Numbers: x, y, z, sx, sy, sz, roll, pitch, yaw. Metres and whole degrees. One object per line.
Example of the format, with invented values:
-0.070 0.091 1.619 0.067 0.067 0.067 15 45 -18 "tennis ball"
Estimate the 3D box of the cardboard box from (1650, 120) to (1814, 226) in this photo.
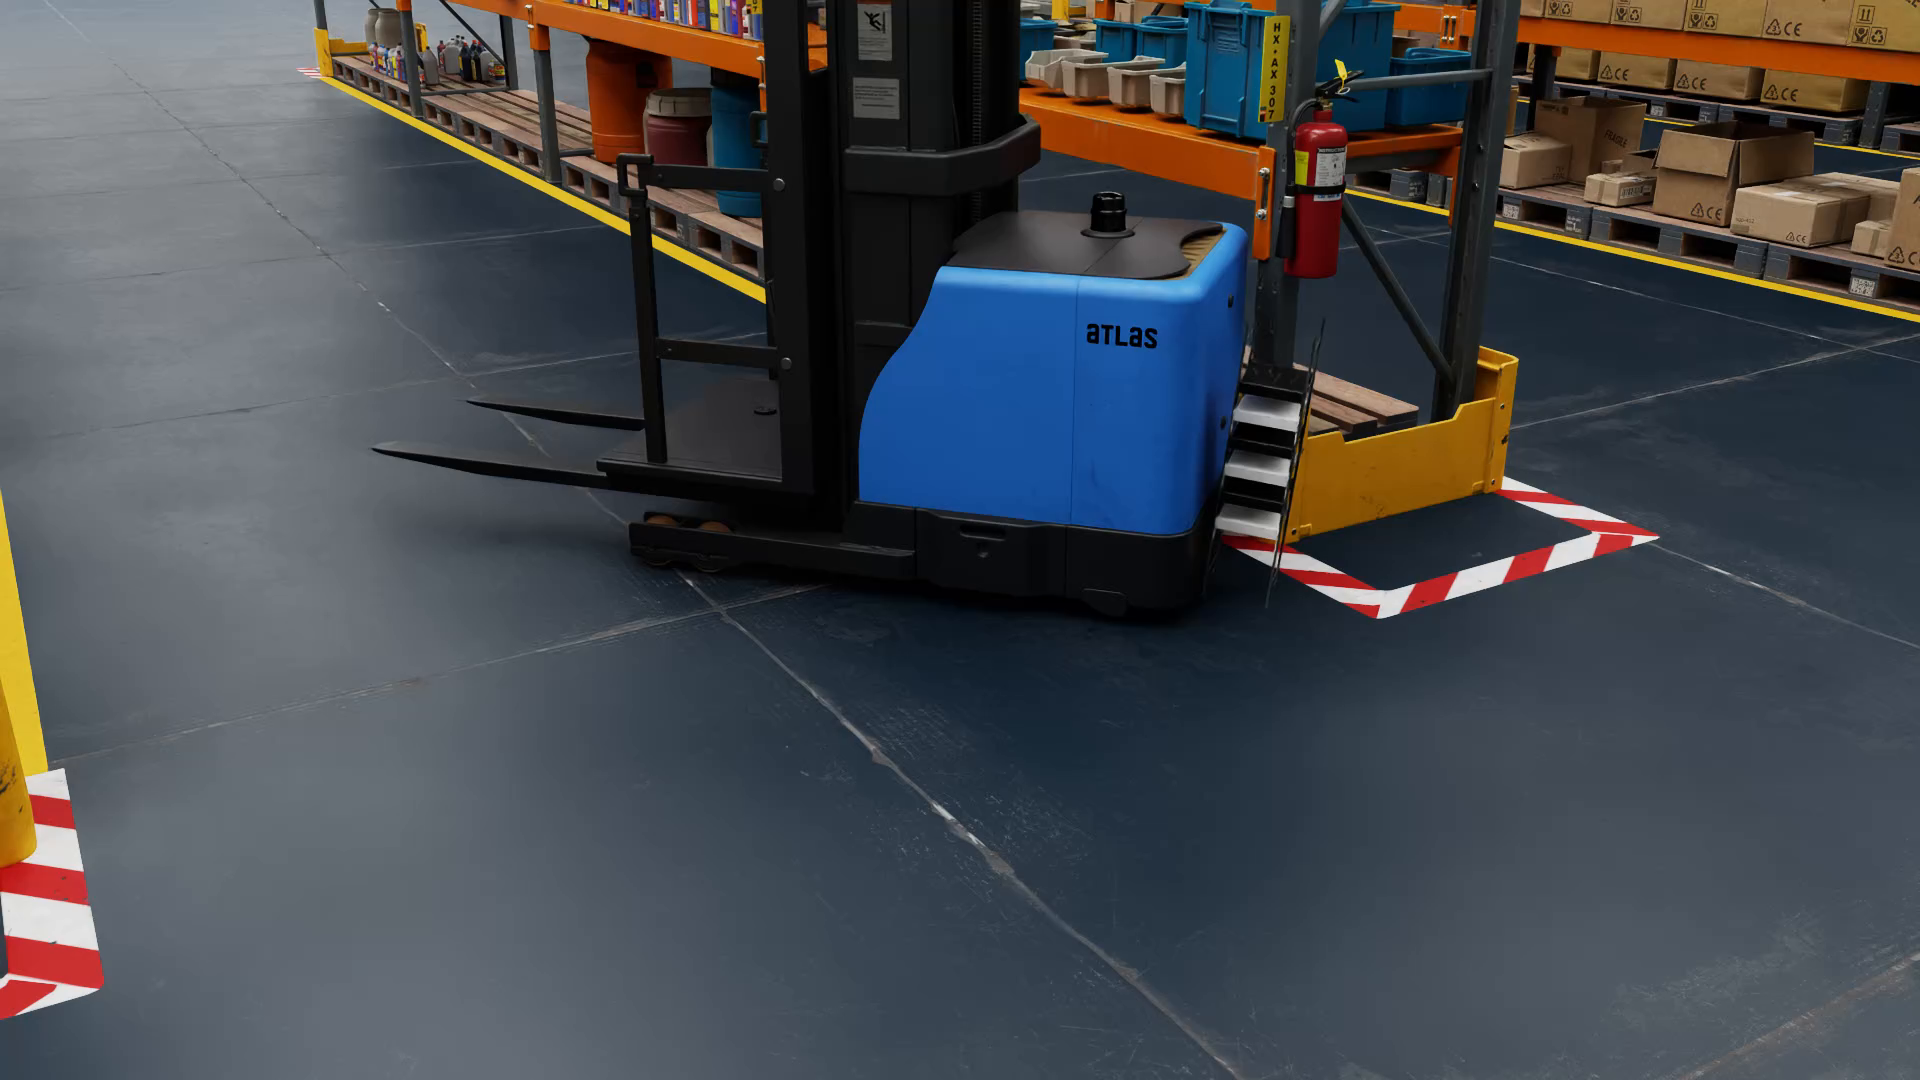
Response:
4.648 -2.223 10.027 0.797 0.503 0.637 -13 25 -28 "cardboard box"

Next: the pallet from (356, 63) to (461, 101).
-5.597 -4.750 17.216 1.003 0.211 1.213 -13 25 -28 "pallet"

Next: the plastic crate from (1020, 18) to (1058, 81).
0.198 -2.102 7.141 0.416 0.233 0.300 -13 25 -28 "plastic crate"

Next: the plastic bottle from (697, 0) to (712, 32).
-1.422 -3.102 9.526 0.144 0.351 0.185 -13 25 -28 "plastic bottle"

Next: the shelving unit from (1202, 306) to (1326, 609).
0.950 -0.255 5.222 0.210 0.900 0.258 12 25 14 "shelving unit"

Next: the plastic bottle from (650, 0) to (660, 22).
-1.844 -3.308 10.123 0.061 0.283 0.133 -13 25 -28 "plastic bottle"

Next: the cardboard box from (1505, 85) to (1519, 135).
3.646 -3.032 12.022 0.500 0.500 0.500 -14 26 -31 "cardboard box"

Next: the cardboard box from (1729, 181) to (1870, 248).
4.778 -1.859 9.470 0.500 0.250 0.500 -13 25 -28 "cardboard box"

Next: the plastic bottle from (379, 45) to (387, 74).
-5.822 -4.865 16.836 0.097 0.271 0.097 0 22 0 "plastic bottle"

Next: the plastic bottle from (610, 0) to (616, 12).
-2.218 -3.553 10.741 0.097 0.271 0.097 0 22 0 "plastic bottle"

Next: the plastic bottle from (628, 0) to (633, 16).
-2.051 -3.447 10.480 0.097 0.271 0.097 0 22 0 "plastic bottle"

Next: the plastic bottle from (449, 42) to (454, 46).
-5.215 -5.015 17.200 0.152 0.276 0.135 -13 26 -30 "plastic bottle"

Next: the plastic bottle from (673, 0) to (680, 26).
-1.651 -3.162 9.870 0.097 0.201 0.097 0 22 0 "plastic bottle"

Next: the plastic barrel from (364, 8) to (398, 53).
-6.304 -5.559 18.251 0.421 0.512 0.421 0 22 0 "plastic barrel"

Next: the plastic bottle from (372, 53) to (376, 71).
-5.995 -4.942 17.120 0.097 0.201 0.097 0 22 0 "plastic bottle"

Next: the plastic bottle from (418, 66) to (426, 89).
-5.116 -4.385 15.749 0.097 0.201 0.097 0 22 0 "plastic bottle"

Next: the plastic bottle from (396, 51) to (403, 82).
-5.457 -4.626 16.232 0.061 0.283 0.133 -11 24 -25 "plastic bottle"

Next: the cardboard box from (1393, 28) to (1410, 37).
5.044 -5.645 18.451 0.700 0.500 0.500 -13 25 -29 "cardboard box"

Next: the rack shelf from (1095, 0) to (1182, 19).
0.619 -5.391 16.047 1.077 0.370 4.000 -13 25 -28 "rack shelf"

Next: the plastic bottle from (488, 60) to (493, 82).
-4.553 -4.581 16.231 0.097 0.201 0.097 0 22 0 "plastic bottle"

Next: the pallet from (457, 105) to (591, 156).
-3.601 -3.487 14.109 1.003 0.211 1.213 -13 25 -28 "pallet"

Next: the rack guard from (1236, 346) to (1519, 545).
1.490 -0.373 6.065 1.175 0.500 0.348 -13 25 -28 "rack guard"

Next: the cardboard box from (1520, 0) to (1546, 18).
3.710 -3.611 10.580 0.500 0.500 0.500 -12 25 -27 "cardboard box"

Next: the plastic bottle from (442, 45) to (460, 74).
-5.146 -4.866 16.832 0.152 0.276 0.135 -13 25 -28 "plastic bottle"

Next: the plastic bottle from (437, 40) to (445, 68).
-5.377 -5.043 17.258 0.061 0.283 0.133 -13 25 -28 "plastic bottle"

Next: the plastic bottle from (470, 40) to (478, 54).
-4.815 -4.799 16.569 0.144 0.351 0.185 -14 26 -30 "plastic bottle"

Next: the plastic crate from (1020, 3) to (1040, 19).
0.045 -2.274 7.500 0.437 0.282 0.530 -13 25 -28 "plastic crate"

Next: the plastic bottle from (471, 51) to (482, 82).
-4.729 -4.632 16.247 0.061 0.283 0.133 -13 25 -28 "plastic bottle"

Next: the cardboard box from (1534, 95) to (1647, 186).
4.219 -2.698 11.202 0.500 0.500 0.500 -13 25 -28 "cardboard box"

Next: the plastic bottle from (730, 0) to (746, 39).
-1.213 -2.908 9.138 0.061 0.283 0.133 -13 25 -28 "plastic bottle"

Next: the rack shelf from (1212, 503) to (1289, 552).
0.931 -0.061 5.308 0.200 0.077 0.258 12 25 14 "rack shelf"

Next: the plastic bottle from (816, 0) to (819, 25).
-0.807 -3.186 9.931 0.097 0.201 0.097 0 22 0 "plastic bottle"

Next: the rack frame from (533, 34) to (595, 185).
-2.620 -4.126 11.978 1.000 3.000 0.127 -13 25 -28 "rack frame"

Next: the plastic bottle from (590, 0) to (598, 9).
-2.411 -3.667 11.006 0.061 0.283 0.133 -13 25 -28 "plastic bottle"

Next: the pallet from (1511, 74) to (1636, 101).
6.235 -4.470 16.528 1.003 0.211 1.213 -13 25 -28 "pallet"

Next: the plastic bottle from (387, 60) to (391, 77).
-5.666 -4.734 16.607 0.097 0.201 0.097 0 22 0 "plastic bottle"

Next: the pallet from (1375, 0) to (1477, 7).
3.370 -3.973 11.858 1.003 0.211 1.213 -13 25 -28 "pallet"

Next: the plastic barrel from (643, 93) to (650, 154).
-1.990 -2.847 11.579 0.421 0.512 0.421 0 22 0 "plastic barrel"

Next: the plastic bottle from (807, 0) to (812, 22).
-0.958 -3.296 10.102 0.152 0.276 0.135 -13 25 -28 "plastic bottle"

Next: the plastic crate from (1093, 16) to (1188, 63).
0.798 -2.153 7.267 0.416 0.233 0.300 -13 25 -28 "plastic crate"

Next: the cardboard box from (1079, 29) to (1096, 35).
1.350 -4.652 15.623 0.500 0.311 0.500 -13 26 -30 "cardboard box"

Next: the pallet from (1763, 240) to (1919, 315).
5.280 -1.478 9.168 1.003 0.211 1.213 -13 25 -28 "pallet"

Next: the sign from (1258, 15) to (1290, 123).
1.002 -1.501 5.303 0.100 0.325 0.005 -13 25 -28 "sign"

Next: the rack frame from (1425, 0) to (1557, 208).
3.684 -3.782 11.134 1.000 3.000 0.127 -13 25 -28 "rack frame"

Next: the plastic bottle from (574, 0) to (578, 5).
-2.591 -3.757 11.335 0.097 0.201 0.097 0 22 0 "plastic bottle"

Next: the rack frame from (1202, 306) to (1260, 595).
0.854 -0.276 5.248 0.006 0.900 0.240 12 25 14 "rack frame"

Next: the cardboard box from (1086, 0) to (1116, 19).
2.087 -7.338 22.868 0.500 0.311 0.500 -16 27 -34 "cardboard box"

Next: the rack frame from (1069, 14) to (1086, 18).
1.811 -8.621 23.038 1.000 3.000 0.127 -13 25 -28 "rack frame"

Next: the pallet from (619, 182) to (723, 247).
-1.562 -2.192 10.925 1.003 0.211 1.213 -13 25 -28 "pallet"

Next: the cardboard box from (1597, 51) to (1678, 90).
6.602 -4.682 15.644 0.750 0.750 0.750 -13 25 -28 "cardboard box"

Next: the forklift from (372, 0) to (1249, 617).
-0.596 -1.430 5.436 3.031 2.935 1.130 7 23 16 "forklift"

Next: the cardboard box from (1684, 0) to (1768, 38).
4.489 -3.119 9.370 0.500 0.500 0.500 -13 25 -29 "cardboard box"

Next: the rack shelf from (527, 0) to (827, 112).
-1.598 -3.145 10.521 1.077 0.370 4.000 -13 25 -28 "rack shelf"

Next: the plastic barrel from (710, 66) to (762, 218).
-1.201 -2.462 10.114 0.600 0.901 0.708 -13 25 -28 "plastic barrel"

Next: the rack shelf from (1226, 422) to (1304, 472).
0.956 -0.307 5.200 0.200 0.077 0.258 12 25 14 "rack shelf"

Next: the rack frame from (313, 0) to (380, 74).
-6.706 -6.715 18.349 1.000 3.000 0.127 -13 25 -28 "rack frame"

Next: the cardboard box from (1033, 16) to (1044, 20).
0.575 -5.147 16.841 0.500 0.311 0.500 -13 25 -28 "cardboard box"

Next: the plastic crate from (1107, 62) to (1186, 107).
0.759 -1.767 6.447 0.396 0.136 0.243 -13 25 -28 "plastic crate"

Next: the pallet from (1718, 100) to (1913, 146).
7.482 -3.680 14.585 1.003 0.211 1.213 -13 25 -28 "pallet"
